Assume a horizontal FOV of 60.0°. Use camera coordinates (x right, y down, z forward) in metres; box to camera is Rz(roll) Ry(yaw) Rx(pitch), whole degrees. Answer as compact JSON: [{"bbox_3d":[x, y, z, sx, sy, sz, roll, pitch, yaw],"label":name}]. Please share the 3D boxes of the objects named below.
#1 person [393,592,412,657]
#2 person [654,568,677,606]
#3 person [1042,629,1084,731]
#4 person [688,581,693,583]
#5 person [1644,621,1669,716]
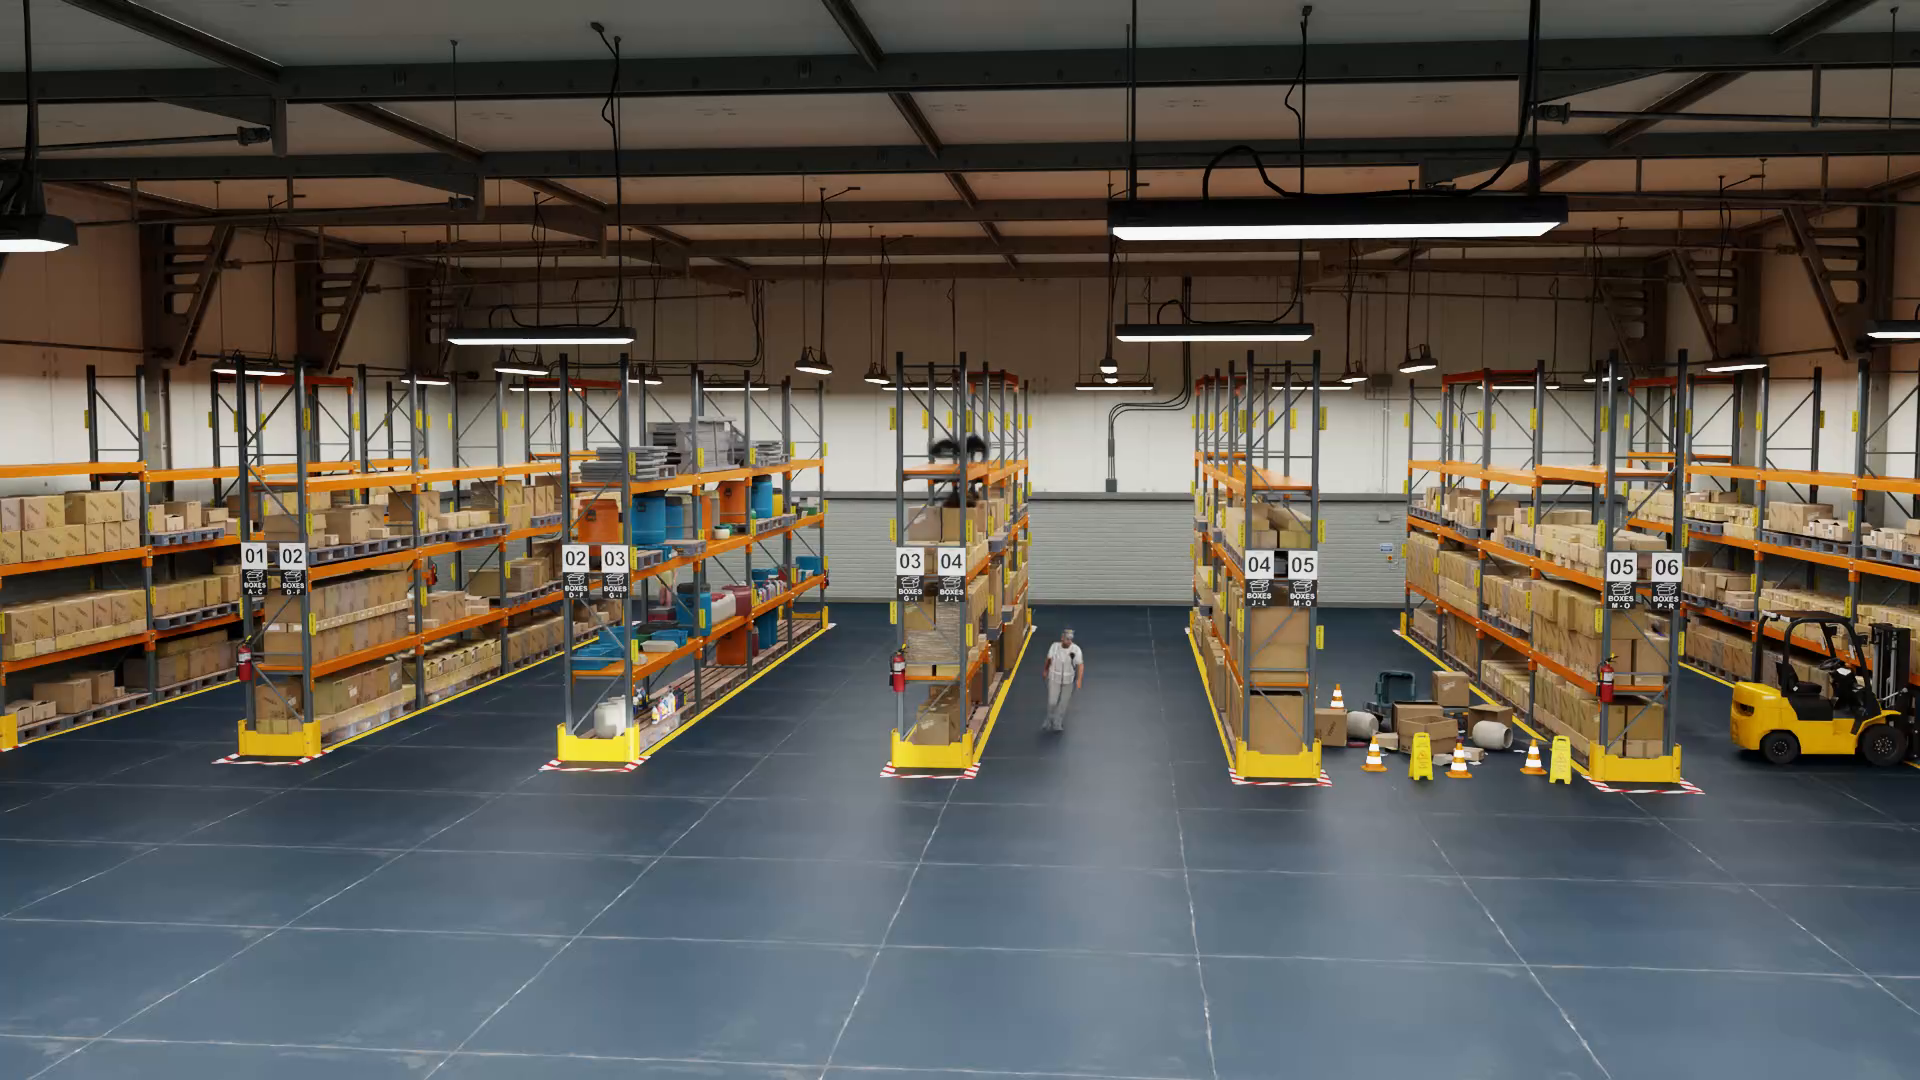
[{"bbox_3d":[-11.841,1.694,35.232,0.524,1.684,0.782,0,4,-4],"label":"person"},{"bbox_3d":[-7.416,1.211,41.901,0.589,1.673,0.861,-1,4,-13],"label":"person"},{"bbox_3d":[1.655,2.252,26.738,0.662,1.694,0.708,0,4,-2],"label":"person"},{"bbox_3d":[-5.717,1.657,35.997,0.605,1.580,0.805,0,4,-5],"label":"person"},{"bbox_3d":[11.841,2.199,28.196,0.574,1.632,0.955,0,4,-2],"label":"person"}]
